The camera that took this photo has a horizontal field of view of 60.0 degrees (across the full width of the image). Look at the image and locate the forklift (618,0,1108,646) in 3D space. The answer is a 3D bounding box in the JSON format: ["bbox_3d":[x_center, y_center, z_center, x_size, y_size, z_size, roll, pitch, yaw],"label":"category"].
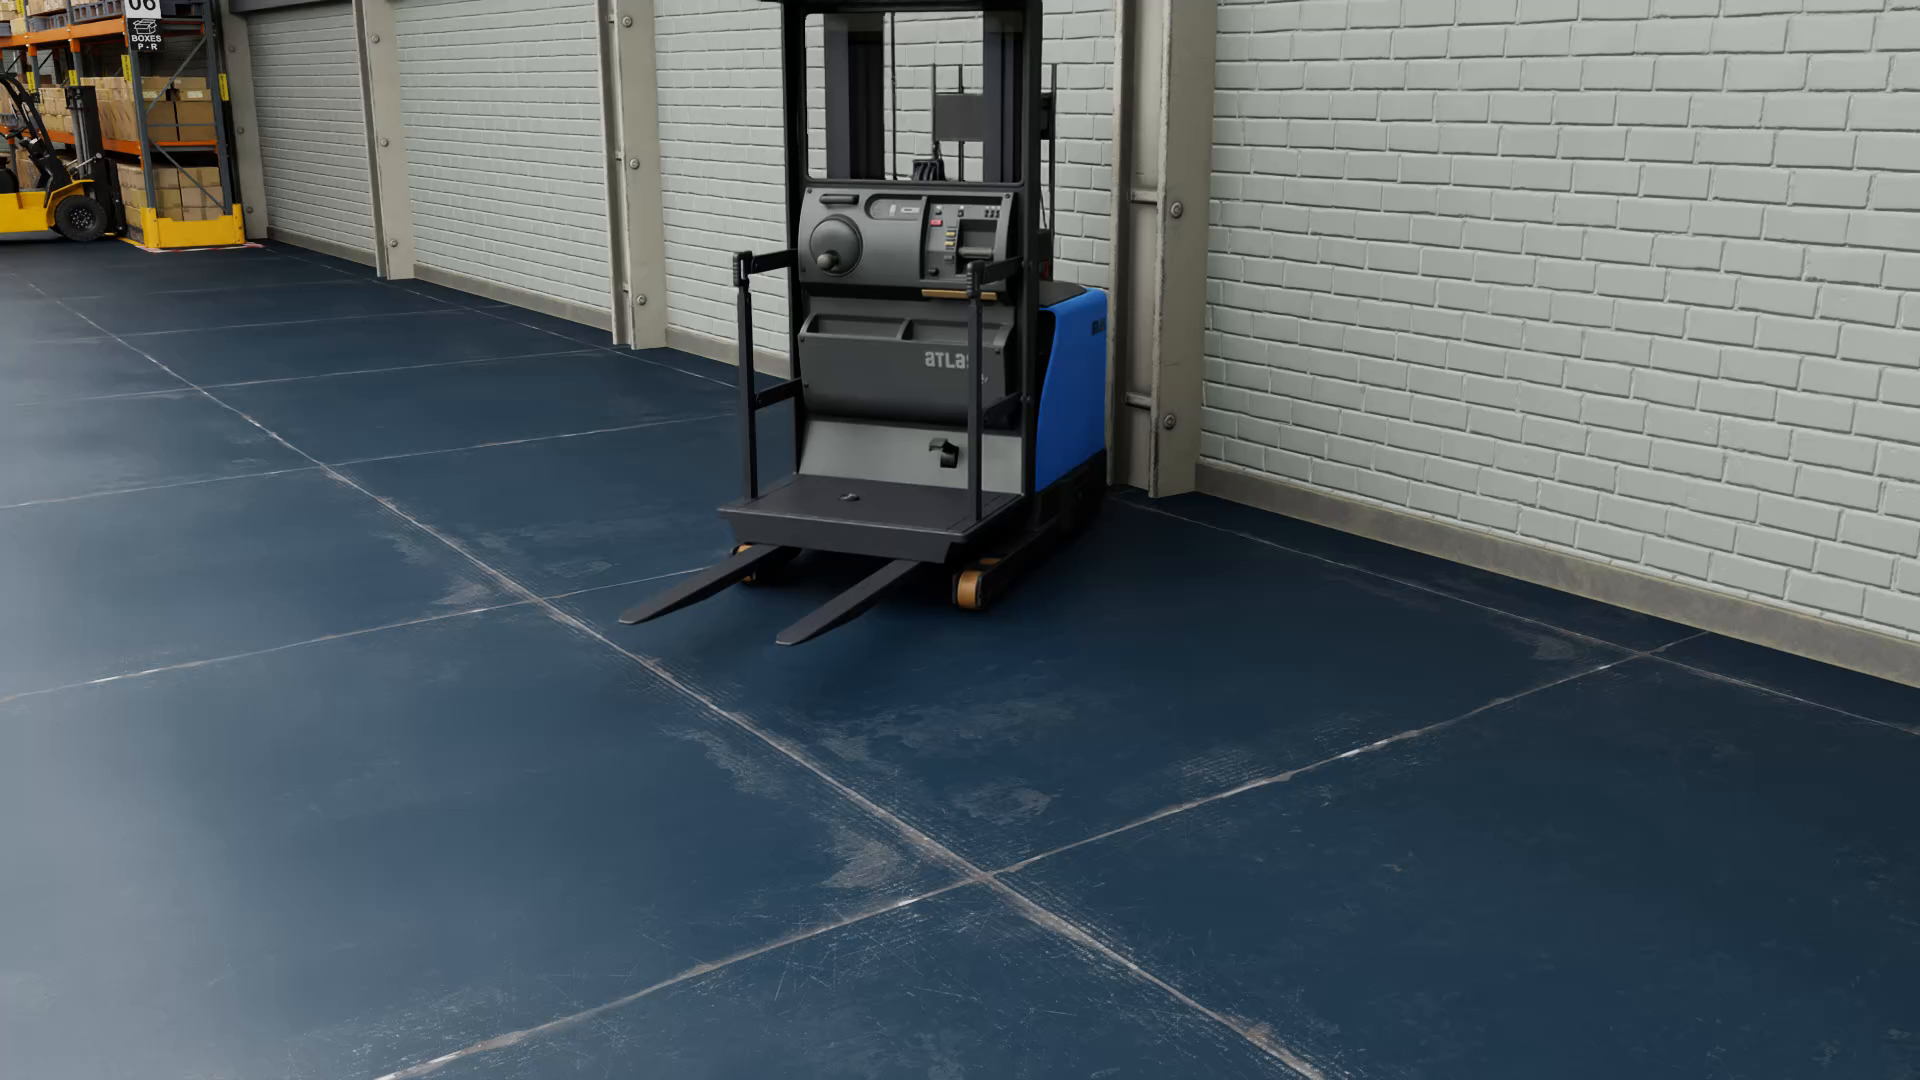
[{"bbox_3d":[-0.305,-1.257,6.618,1.130,2.935,3.031,6,16,21],"label":"forklift"}]

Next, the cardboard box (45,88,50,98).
[{"bbox_3d":[-14.342,-7.125,26.508,0.380,0.149,0.250,-10,18,-33],"label":"cardboard box"}]

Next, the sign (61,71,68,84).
[{"bbox_3d":[-16.526,-8.485,30.702,0.100,0.325,0.005,-11,19,-35],"label":"sign"}]

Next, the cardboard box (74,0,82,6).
[{"bbox_3d":[-11.977,-7.570,23.055,0.500,0.311,0.500,-10,18,-33],"label":"cardboard box"}]

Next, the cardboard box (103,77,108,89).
[{"bbox_3d":[-11.500,-6.259,22.780,0.380,0.149,0.250,-11,19,-35],"label":"cardboard box"}]

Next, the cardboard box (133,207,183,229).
[{"bbox_3d":[-10.449,-4.205,21.670,0.500,0.250,0.500,-11,19,-34],"label":"cardboard box"}]

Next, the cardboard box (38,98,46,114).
[{"bbox_3d":[-14.578,-7.018,26.871,0.500,0.250,0.500,-11,19,-35],"label":"cardboard box"}]

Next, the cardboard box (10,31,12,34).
[{"bbox_3d":[-17.424,-9.196,30.287,0.380,0.149,0.250,-11,19,-35],"label":"cardboard box"}]

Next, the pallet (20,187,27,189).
[{"bbox_3d":[-16.464,-6.327,30.292,1.003,0.211,1.213,-11,19,-35],"label":"pallet"}]

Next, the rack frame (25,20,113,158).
[{"bbox_3d":[-14.621,-6.985,27.416,1.000,3.000,0.127,-11,19,-35],"label":"rack frame"}]

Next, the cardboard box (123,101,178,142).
[{"bbox_3d":[-10.419,-5.390,21.397,0.500,0.500,0.500,-11,19,-36],"label":"cardboard box"}]

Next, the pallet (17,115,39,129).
[{"bbox_3d":[-15.077,-7.027,27.931,1.213,0.211,1.003,-11,19,-35],"label":"pallet"}]

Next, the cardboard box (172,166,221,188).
[{"bbox_3d":[-10.047,-4.768,21.833,0.500,0.250,0.500,-11,19,-35],"label":"cardboard box"}]

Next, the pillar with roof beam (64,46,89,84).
[{"bbox_3d":[-20.136,-10.353,28.358,9.100,9.000,0.400,-11,19,-35],"label":"pillar with roof beam"}]

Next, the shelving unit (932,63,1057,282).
[{"bbox_3d":[0.169,-1.305,8.367,0.503,2.100,0.431,6,16,20],"label":"shelving unit"}]

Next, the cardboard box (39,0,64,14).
[{"bbox_3d":[-13.794,-8.321,25.441,0.500,0.500,0.500,-10,18,-33],"label":"cardboard box"}]

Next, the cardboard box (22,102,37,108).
[{"bbox_3d":[-15.504,-7.291,28.020,0.500,0.250,0.500,-12,19,-37],"label":"cardboard box"}]

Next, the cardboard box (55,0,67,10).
[{"bbox_3d":[-12.892,-7.903,24.269,0.500,0.311,0.500,-12,19,-36],"label":"cardboard box"}]

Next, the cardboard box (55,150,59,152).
[{"bbox_3d":[-16.215,-7.009,30.215,0.380,0.149,0.250,-11,19,-34],"label":"cardboard box"}]

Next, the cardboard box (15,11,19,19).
[{"bbox_3d":[-15.760,-8.869,28.146,0.380,0.149,0.250,-10,18,-33],"label":"cardboard box"}]

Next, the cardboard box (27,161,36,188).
[{"bbox_3d":[-15.960,-6.367,29.097,0.500,0.500,0.500,-12,19,-37],"label":"cardboard box"}]

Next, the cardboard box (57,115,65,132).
[{"bbox_3d":[-13.654,-6.452,25.753,0.500,0.250,0.500,-10,18,-33],"label":"cardboard box"}]

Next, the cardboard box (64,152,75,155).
[{"bbox_3d":[-15.479,-6.723,29.167,0.380,0.149,0.250,-11,19,-34],"label":"cardboard box"}]

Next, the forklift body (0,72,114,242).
[{"bbox_3d":[-12.508,-4.989,21.732,2.313,2.155,1.214,-11,19,-35],"label":"forklift body"}]

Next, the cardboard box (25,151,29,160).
[{"bbox_3d":[-16.592,-6.931,29.929,0.380,0.149,0.250,-12,19,-37],"label":"cardboard box"}]

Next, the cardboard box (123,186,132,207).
[{"bbox_3d":[-10.743,-4.559,22.016,0.500,0.250,0.500,-11,19,-35],"label":"cardboard box"}]

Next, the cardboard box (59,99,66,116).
[{"bbox_3d":[-13.369,-6.584,25.287,0.500,0.250,0.500,-10,18,-33],"label":"cardboard box"}]

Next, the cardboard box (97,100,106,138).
[{"bbox_3d":[-11.601,-5.828,22.997,0.500,0.500,0.500,-11,19,-35],"label":"cardboard box"}]

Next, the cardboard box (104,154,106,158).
[{"bbox_3d":[-14.676,-6.455,28.189,0.380,0.149,0.250,-10,18,-32],"label":"cardboard box"}]

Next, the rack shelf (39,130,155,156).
[{"bbox_3d":[-13.445,-6.211,25.951,1.077,0.370,4.000,-11,19,-35],"label":"rack shelf"}]

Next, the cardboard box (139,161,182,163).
[{"bbox_3d":[-11.227,-5.199,23.408,0.500,0.250,0.500,-11,19,-34],"label":"cardboard box"}]

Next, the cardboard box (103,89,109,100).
[{"bbox_3d":[-11.402,-6.050,22.581,0.380,0.149,0.250,-11,19,-36],"label":"cardboard box"}]

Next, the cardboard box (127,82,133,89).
[{"bbox_3d":[-10.469,-5.873,21.371,0.380,0.149,0.250,-11,19,-34],"label":"cardboard box"}]

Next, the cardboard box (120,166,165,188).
[{"bbox_3d":[-10.746,-4.794,21.928,0.500,0.250,0.500,-10,18,-34],"label":"cardboard box"}]

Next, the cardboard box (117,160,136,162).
[{"bbox_3d":[-11.946,-5.227,23.511,0.500,0.250,0.500,-11,19,-34],"label":"cardboard box"}]

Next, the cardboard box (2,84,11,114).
[{"bbox_3d":[-16.565,-7.842,29.560,0.700,0.500,0.500,-11,19,-34],"label":"cardboard box"}]

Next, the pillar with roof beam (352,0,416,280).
[{"bbox_3d":[-9.552,-6.510,14.315,9.100,9.000,0.400,-11,19,-35],"label":"pillar with roof beam"}]

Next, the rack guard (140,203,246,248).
[{"bbox_3d":[-9.903,-4.066,21.486,1.175,0.500,0.348,-11,19,-35],"label":"rack guard"}]

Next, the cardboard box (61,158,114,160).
[{"bbox_3d":[-14.266,-5.907,27.180,0.875,0.625,0.625,-10,18,-33],"label":"cardboard box"}]

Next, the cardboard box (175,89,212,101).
[{"bbox_3d":[-9.907,-5.751,21.488,0.380,0.149,0.250,-11,19,-36],"label":"cardboard box"}]

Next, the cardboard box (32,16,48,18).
[{"bbox_3d":[-15.025,-8.590,27.128,0.380,0.149,0.250,-10,18,-33],"label":"cardboard box"}]

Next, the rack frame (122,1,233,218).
[{"bbox_3d":[-9.918,-5.277,21.175,1.000,3.000,0.127,-11,19,-35],"label":"rack frame"}]

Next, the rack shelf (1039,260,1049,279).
[{"bbox_3d":[0.169,-1.292,8.370,0.480,0.518,0.431,6,16,20],"label":"rack shelf"}]

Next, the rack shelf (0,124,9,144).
[{"bbox_3d":[-18.149,-7.920,32.192,1.077,0.370,4.000,-11,19,-35],"label":"rack shelf"}]

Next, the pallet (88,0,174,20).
[{"bbox_3d":[-11.034,-7.097,22.309,1.003,0.211,1.213,-11,19,-35],"label":"pallet"}]

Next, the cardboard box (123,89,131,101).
[{"bbox_3d":[-10.522,-5.719,21.370,0.380,0.149,0.250,-11,18,-34],"label":"cardboard box"}]
